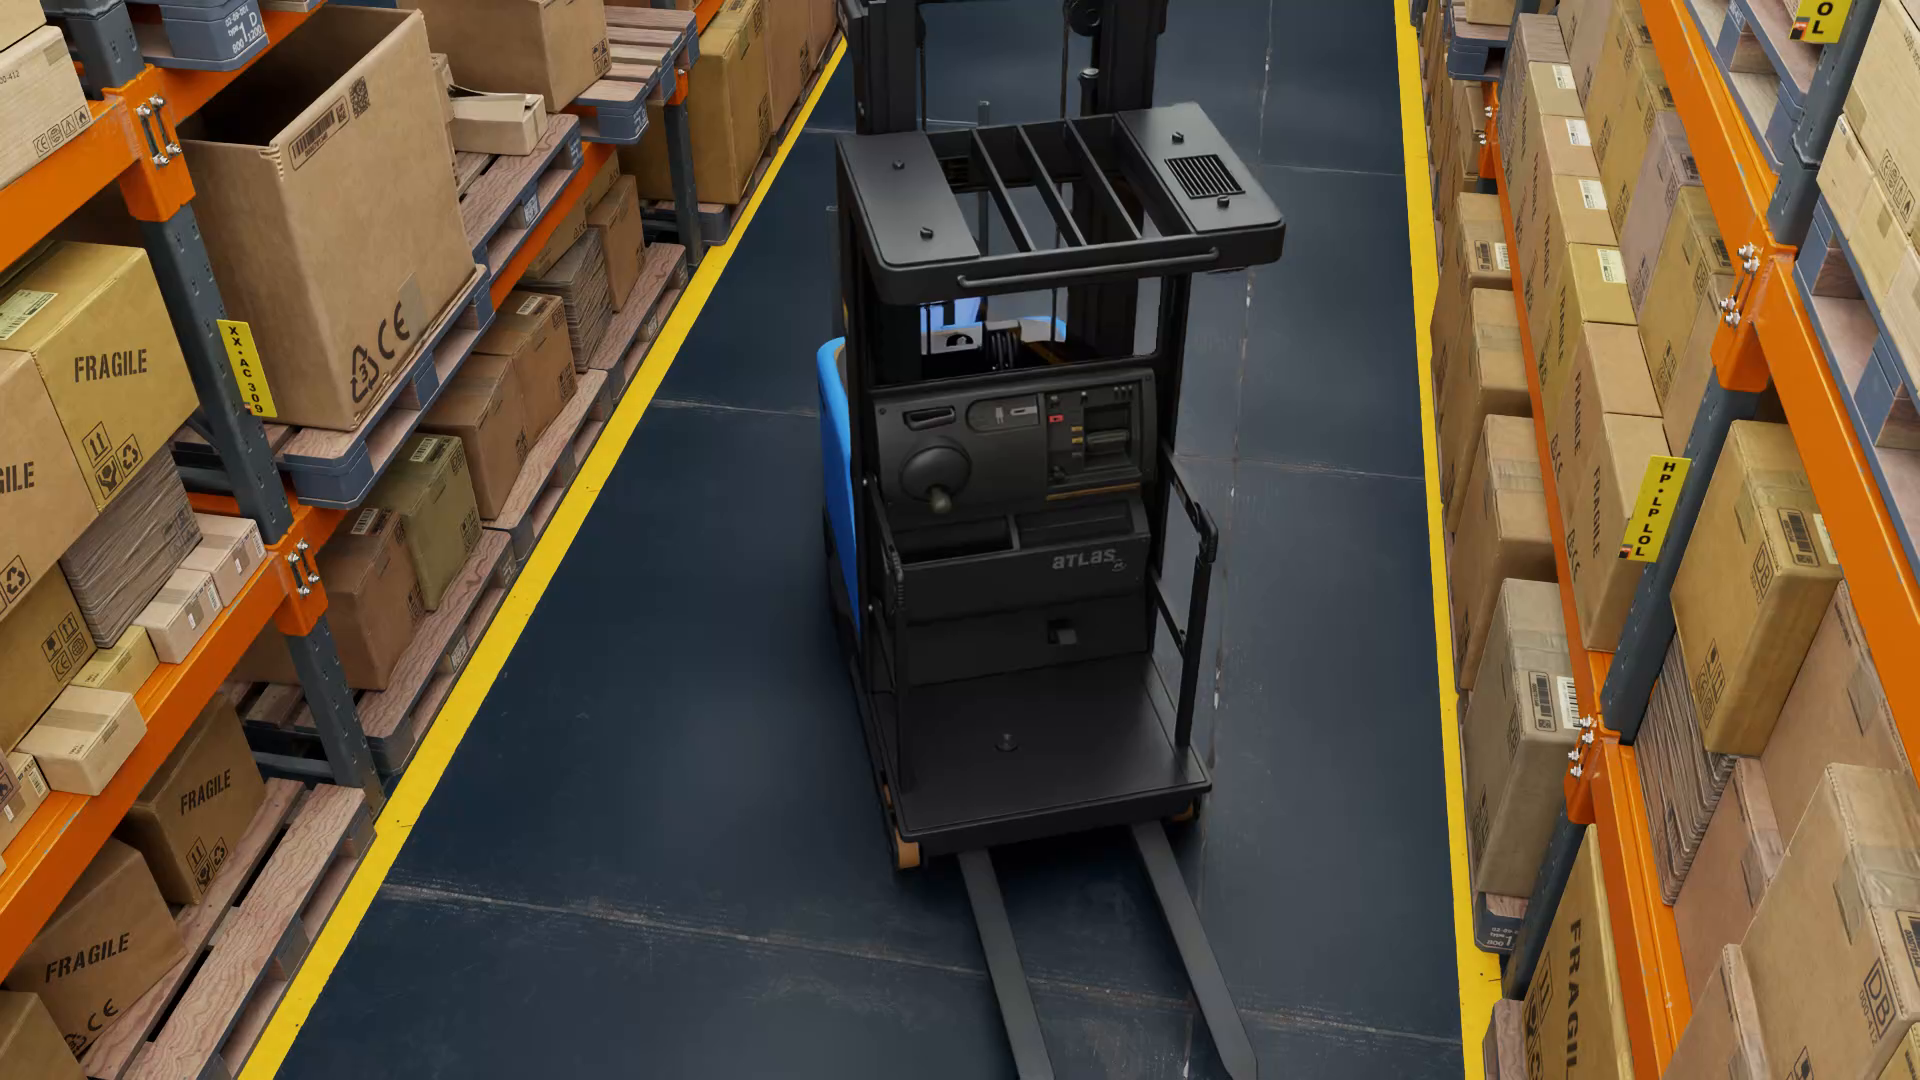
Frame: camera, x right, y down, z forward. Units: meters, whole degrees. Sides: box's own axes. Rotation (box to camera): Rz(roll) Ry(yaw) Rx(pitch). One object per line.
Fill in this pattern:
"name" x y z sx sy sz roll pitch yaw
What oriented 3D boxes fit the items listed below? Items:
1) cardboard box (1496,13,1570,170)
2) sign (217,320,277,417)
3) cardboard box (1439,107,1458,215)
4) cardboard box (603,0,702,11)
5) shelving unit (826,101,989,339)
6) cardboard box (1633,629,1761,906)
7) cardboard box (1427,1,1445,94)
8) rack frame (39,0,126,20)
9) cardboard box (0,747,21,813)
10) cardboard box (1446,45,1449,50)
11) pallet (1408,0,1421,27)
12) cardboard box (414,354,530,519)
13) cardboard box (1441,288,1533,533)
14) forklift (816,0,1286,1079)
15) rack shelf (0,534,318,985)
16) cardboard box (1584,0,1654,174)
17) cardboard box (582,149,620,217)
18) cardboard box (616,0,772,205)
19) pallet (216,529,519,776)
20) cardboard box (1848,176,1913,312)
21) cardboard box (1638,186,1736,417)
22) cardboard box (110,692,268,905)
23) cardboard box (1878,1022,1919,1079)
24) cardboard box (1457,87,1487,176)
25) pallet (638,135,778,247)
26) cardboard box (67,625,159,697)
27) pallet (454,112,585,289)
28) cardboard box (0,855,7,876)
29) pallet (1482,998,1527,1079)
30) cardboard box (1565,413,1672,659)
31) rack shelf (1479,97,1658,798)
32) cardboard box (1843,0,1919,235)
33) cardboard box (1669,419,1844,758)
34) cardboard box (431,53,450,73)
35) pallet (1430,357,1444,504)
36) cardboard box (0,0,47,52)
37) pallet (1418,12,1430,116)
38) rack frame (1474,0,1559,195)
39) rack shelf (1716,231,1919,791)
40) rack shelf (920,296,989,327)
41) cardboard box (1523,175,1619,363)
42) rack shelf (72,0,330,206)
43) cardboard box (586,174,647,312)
"cardboard box" 2.615 -1.902 7.118 0.500 0.500 0.500 7 40 8
"sign" -2.066 -0.494 4.814 0.100 0.325 0.005 6 40 8
"cardboard box" 2.909 -2.081 9.045 0.500 0.500 0.500 8 40 9
"cardboard box" -1.557 -3.039 8.494 0.500 0.500 0.500 8 40 9
"shelving unit" -0.197 -1.008 7.293 0.538 1.500 1.048 5 40 6
"cardboard box" 2.214 0.570 4.089 0.875 0.550 0.550 6 40 8
"cardboard box" 3.172 -3.058 10.226 0.500 0.500 0.500 8 40 10
"rack frame" -2.601 -2.528 3.245 1.000 3.000 0.127 6 40 8
"cardboard box" -2.849 0.542 3.929 0.875 0.500 0.500 6 40 8
"cardboard box" 3.080 -3.025 9.598 0.500 0.250 0.500 8 40 9
"pallet" 3.732 -3.976 11.894 1.003 0.211 1.213 6 40 8
"cardboard box" -2.276 -0.453 7.060 0.700 0.500 0.500 3 40 4
"cardboard box" 2.617 -0.489 6.923 1.050 0.750 0.750 7 40 8
"forklift" 0.237 -0.241 5.241 1.130 2.935 3.031 -8 40 -9
"rack shelf" -2.947 1.317 3.868 1.077 0.370 4.000 6 40 8
"cardboard box" 2.698 -1.619 5.991 0.700 0.500 0.500 6 40 7
"cardboard box" -1.995 -1.797 8.098 0.500 0.250 0.500 8 40 9
"cardboard box" -1.769 -2.500 9.257 1.225 0.875 0.875 5 40 6
"pallet" -2.468 0.371 6.636 1.003 0.211 1.213 6 40 8
"cardboard box" 1.826 -0.511 2.949 0.380 0.149 0.250 7 40 8
"cardboard box" 2.434 -0.664 4.836 0.700 0.500 0.500 6 40 7
"cardboard box" -2.710 0.833 5.521 0.500 0.500 0.500 5 40 6
"cardboard box" 1.875 1.164 2.523 0.875 0.550 0.500 6 40 8
"cardboard box" 2.819 -2.061 8.432 0.500 0.250 0.500 6 40 7
"pallet" -1.698 -2.138 9.670 1.003 0.211 1.213 6 40 8
"cardboard box" -2.504 0.355 4.664 0.380 0.149 0.250 6 40 8
"pallet" -2.211 -1.405 6.746 1.003 0.211 1.213 6 40 8
"cardboard box" -2.614 0.828 4.092 0.380 0.149 0.250 6 40 8
"pallet" 2.058 1.938 4.740 1.003 0.211 1.213 6 40 8
"cardboard box" 2.093 -0.001 4.818 0.500 0.500 0.500 6 40 7
"rack shelf" 2.612 -0.583 6.166 1.077 0.370 4.000 6 40 8
"cardboard box" 1.906 -0.742 2.916 0.500 0.250 0.500 7 40 8
"cardboard box" 2.169 0.149 3.751 0.875 0.550 0.550 6 40 8
"cardboard box" -2.426 -1.803 6.865 0.500 0.250 0.500 5 40 6
"pallet" 2.748 -0.554 7.755 1.003 0.211 1.213 6 40 8
"cardboard box" -2.373 -1.231 3.836 0.380 0.149 0.250 8 40 9
"pallet" 3.517 -3.062 10.788 1.003 0.211 1.213 6 40 8
"rack frame" 2.959 -2.115 7.455 1.000 3.000 0.127 6 40 8
"rack shelf" 1.920 0.771 2.174 1.077 0.370 4.000 6 40 8
"rack shelf" -0.197 -0.870 7.407 0.538 0.185 1.000 5 40 6
"cardboard box" 2.354 -0.954 5.971 0.500 0.500 0.500 6 40 7
"rack shelf" -2.255 -2.349 5.948 1.077 0.370 4.000 6 40 8
"cardboard box" -2.005 -1.509 8.338 0.700 0.500 0.500 4 40 5
